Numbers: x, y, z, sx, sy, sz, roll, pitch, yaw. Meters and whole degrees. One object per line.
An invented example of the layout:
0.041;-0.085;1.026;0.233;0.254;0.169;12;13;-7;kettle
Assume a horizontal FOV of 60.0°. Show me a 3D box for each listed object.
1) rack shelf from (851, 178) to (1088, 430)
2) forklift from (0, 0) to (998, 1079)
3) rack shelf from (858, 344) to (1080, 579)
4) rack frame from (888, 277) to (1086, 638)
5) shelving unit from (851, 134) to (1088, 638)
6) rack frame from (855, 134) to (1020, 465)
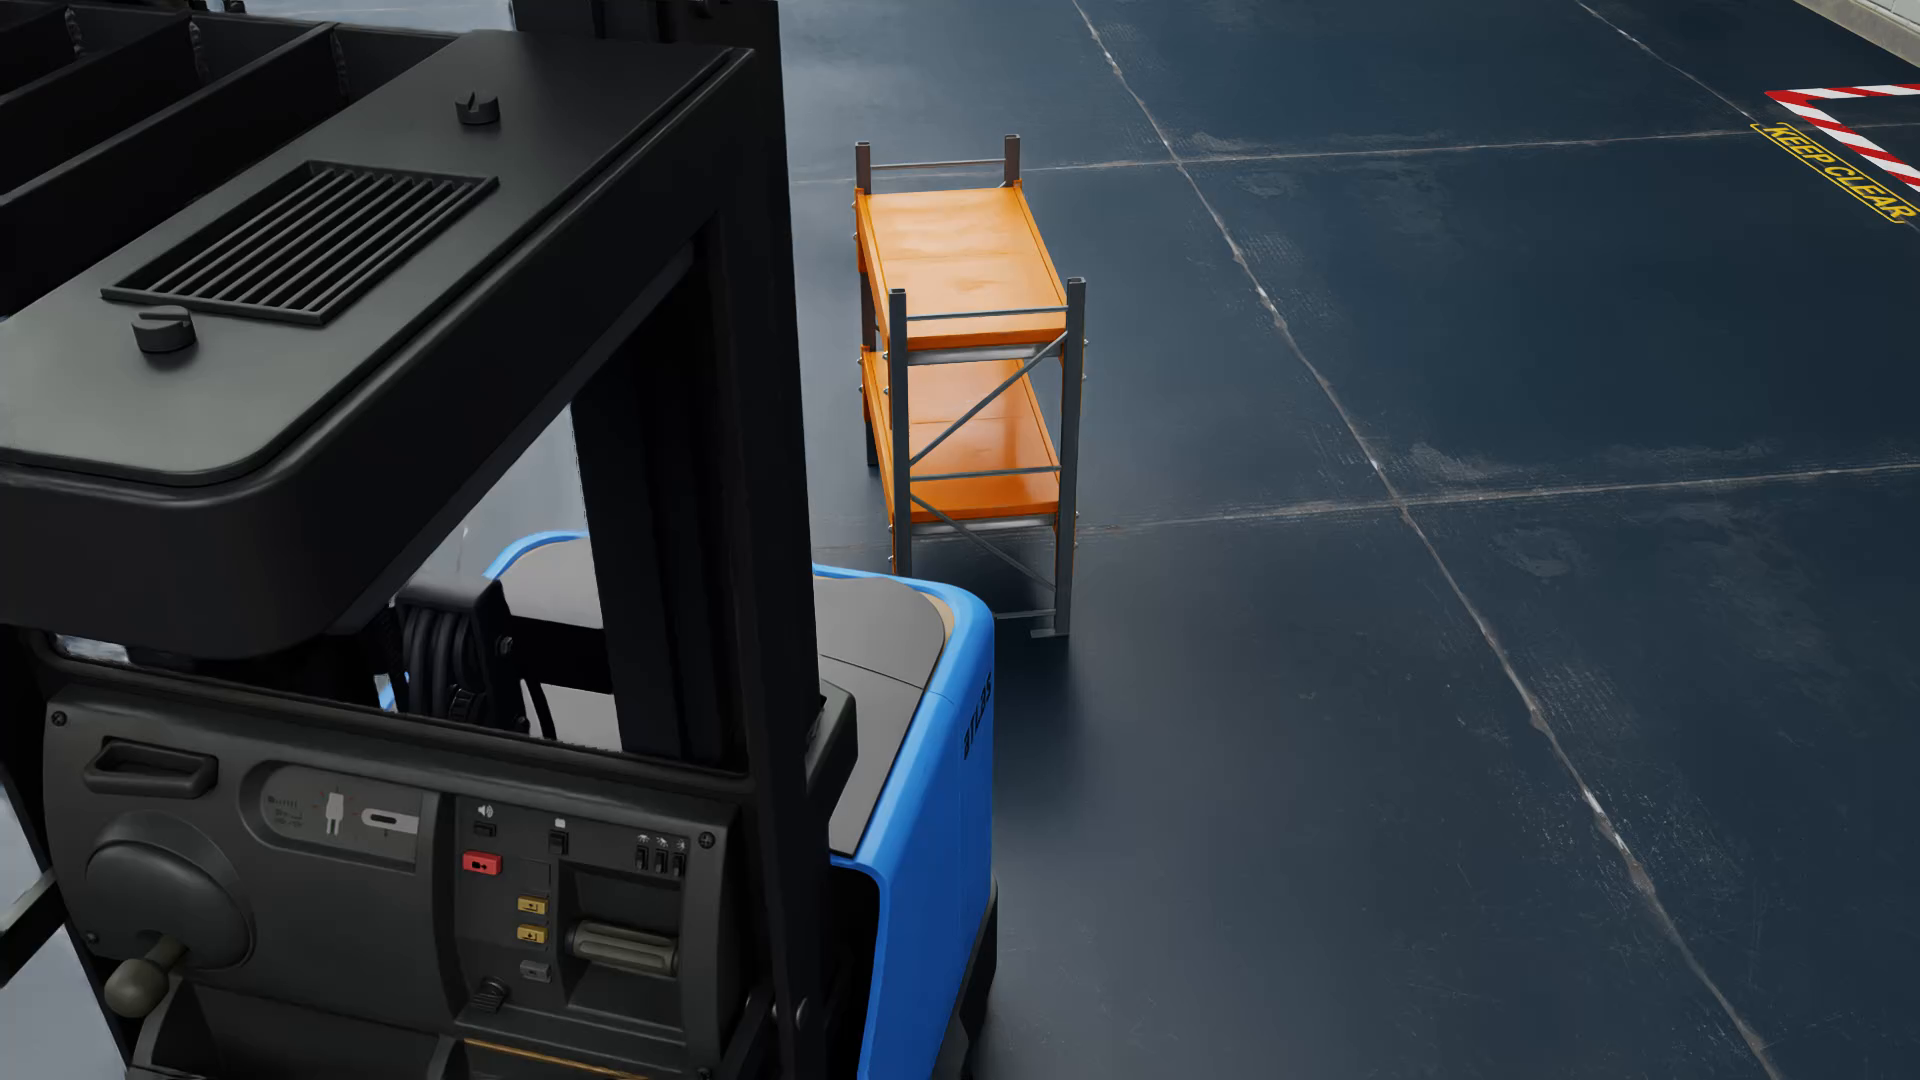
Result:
0.001;-0.703;4.763;0.538;0.278;1.000;-4;35;-6;rack shelf
-0.780;0.506;1.905;1.130;2.935;3.031;8;35;12;forklift
0.001;-0.259;5.065;0.538;0.278;1.000;-4;35;-6;rack shelf
0.069;-0.177;4.511;0.500;1.125;0.032;-4;35;-6;rack frame
0.001;-0.461;4.928;0.538;1.125;1.048;-4;35;-6;shelving unit
-0.067;-0.745;5.344;0.500;1.125;0.032;-4;35;-6;rack frame
